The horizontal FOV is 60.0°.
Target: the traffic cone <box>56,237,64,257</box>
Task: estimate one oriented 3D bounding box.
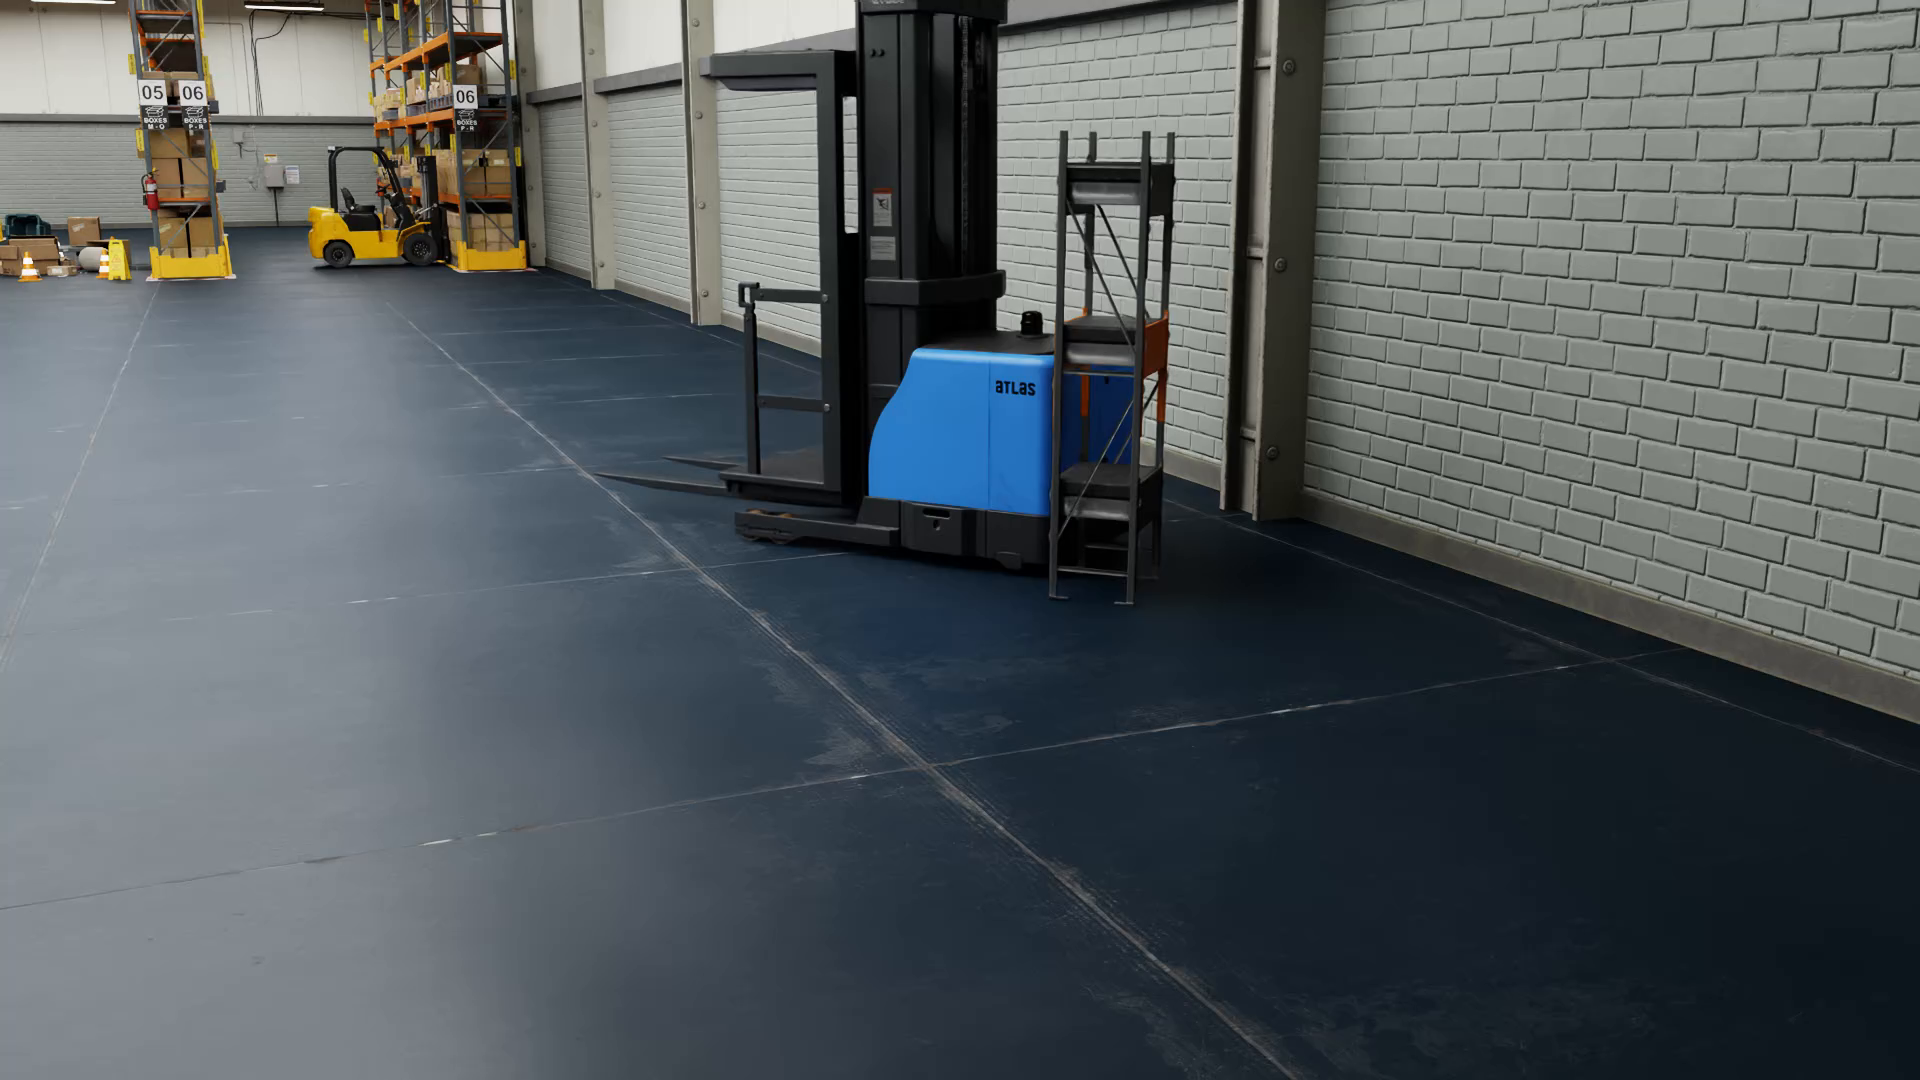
[{"bbox_3d":[-17.393,-5.595,32.020,0.336,0.463,0.334,-6,14,-23],"label":"traffic cone"}]

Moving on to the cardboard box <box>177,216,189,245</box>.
[{"bbox_3d":[-13.751,-5.385,28.990,0.500,0.500,0.500,-5,14,-21],"label":"cardboard box"}]

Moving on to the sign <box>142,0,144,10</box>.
[{"bbox_3d":[-16.691,-10.962,33.856,0.100,0.325,0.005,-6,14,-23],"label":"sign"}]

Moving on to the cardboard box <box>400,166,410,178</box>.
[{"bbox_3d":[-12.356,-8.328,37.601,0.500,0.250,0.500,-6,14,-26],"label":"cardboard box"}]

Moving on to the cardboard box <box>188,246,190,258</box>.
[{"bbox_3d":[-13.749,-5.021,29.078,0.500,0.250,0.500,-6,14,-23],"label":"cardboard box"}]

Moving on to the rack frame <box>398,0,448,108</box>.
[{"bbox_3d":[-11.637,-10.930,36.139,1.000,3.000,0.127,-6,14,-23],"label":"rack frame"}]

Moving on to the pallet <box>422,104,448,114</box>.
[{"bbox_3d":[-10.400,-8.730,33.710,0.805,0.209,1.217,-6,14,-25],"label":"pallet"}]

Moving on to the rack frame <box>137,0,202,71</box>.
[{"bbox_3d":[-14.581,-9.655,30.628,1.000,3.000,0.127,-6,14,-23],"label":"rack frame"}]

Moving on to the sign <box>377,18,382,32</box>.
[{"bbox_3d":[-13.744,-12.205,39.400,0.100,0.325,0.005,-6,14,-23],"label":"sign"}]

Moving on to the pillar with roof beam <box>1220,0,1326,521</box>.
[{"bbox_3d":[-2.216,-4.155,6.867,9.100,9.000,0.400,-6,14,-23],"label":"pillar with roof beam"}]

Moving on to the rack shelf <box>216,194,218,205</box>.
[{"bbox_3d":[-15.382,-6.795,33.171,1.077,0.370,4.000,-6,14,-23],"label":"rack shelf"}]

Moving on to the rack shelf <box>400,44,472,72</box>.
[{"bbox_3d":[-10.836,-9.972,34.480,1.077,0.370,4.000,-6,14,-23],"label":"rack shelf"}]

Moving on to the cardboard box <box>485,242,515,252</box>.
[{"bbox_3d":[-8.450,-5.339,30.452,0.500,0.250,0.500,-6,14,-23],"label":"cardboard box"}]

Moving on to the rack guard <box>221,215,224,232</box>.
[{"bbox_3d":[-19.398,-7.998,42.320,1.175,0.500,0.348,-6,14,-23],"label":"rack guard"}]

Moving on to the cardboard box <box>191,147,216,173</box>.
[{"bbox_3d":[-14.506,-7.253,31.743,0.500,0.500,0.500,-5,14,-22],"label":"cardboard box"}]

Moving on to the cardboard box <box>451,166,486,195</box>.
[{"bbox_3d":[-8.870,-6.481,30.000,0.500,0.500,0.500,-6,14,-24],"label":"cardboard box"}]

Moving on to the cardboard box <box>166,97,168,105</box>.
[{"bbox_3d":[-13.378,-7.293,27.633,0.380,0.149,0.250,-6,14,-23],"label":"cardboard box"}]

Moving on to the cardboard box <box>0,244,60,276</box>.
[{"bbox_3d":[-16.002,-4.824,28.595,0.637,0.503,0.797,6,14,26],"label":"cardboard box"}]

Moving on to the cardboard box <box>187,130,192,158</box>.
[{"bbox_3d":[-13.951,-6.989,29.316,0.700,0.500,0.500,-6,14,-23],"label":"cardboard box"}]

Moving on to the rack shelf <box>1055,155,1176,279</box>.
[{"bbox_3d":[0.701,-1.458,7.455,0.431,0.518,0.480,5,14,19],"label":"rack shelf"}]

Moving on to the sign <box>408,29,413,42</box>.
[{"bbox_3d":[-14.325,-13.161,43.356,0.100,0.325,0.005,-6,14,-23],"label":"sign"}]

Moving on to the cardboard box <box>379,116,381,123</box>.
[{"bbox_3d":[-14.402,-10.587,41.865,0.380,0.149,0.250,-6,14,-23],"label":"cardboard box"}]

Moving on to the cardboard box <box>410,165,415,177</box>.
[{"bbox_3d":[-11.706,-8.062,36.275,0.500,0.250,0.500,-6,14,-23],"label":"cardboard box"}]

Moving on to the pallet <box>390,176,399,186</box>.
[{"bbox_3d":[-13.019,-8.565,39.652,1.003,0.211,1.213,-6,14,-23],"label":"pallet"}]

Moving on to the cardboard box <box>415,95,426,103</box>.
[{"bbox_3d":[-11.062,-9.132,34.428,0.380,0.149,0.250,-6,14,-24],"label":"cardboard box"}]

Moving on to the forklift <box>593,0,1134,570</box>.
[{"bbox_3d":[-0.618,-1.497,8.837,3.031,2.935,1.130,7,15,28],"label":"forklift"}]

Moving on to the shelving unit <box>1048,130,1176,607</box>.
[{"bbox_3d":[0.695,-0.790,7.614,0.431,2.100,0.503,5,14,19],"label":"shelving unit"}]

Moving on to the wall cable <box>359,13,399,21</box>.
[{"bbox_3d":[-15.929,-16.574,48.191,2.988,3.039,0.133,-6,14,-23],"label":"wall cable"}]

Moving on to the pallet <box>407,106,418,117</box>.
[{"bbox_3d":[-11.283,-9.245,35.928,1.213,0.211,1.003,-5,14,-20],"label":"pallet"}]

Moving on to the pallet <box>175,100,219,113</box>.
[{"bbox_3d":[-14.731,-8.239,31.580,1.213,0.211,1.003,-6,14,-23],"label":"pallet"}]

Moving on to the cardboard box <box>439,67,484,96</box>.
[{"bbox_3d":[-9.152,-8.408,30.519,0.700,0.500,0.500,-6,14,-23],"label":"cardboard box"}]

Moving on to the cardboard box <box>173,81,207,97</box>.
[{"bbox_3d":[-12.936,-7.567,27.932,0.500,0.250,0.500,-6,14,-24],"label":"cardboard box"}]

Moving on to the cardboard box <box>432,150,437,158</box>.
[{"bbox_3d":[-10.179,-7.598,32.727,0.380,0.149,0.250,-5,14,-22],"label":"cardboard box"}]

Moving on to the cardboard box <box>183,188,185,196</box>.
[{"bbox_3d":[-13.040,-5.923,28.366,0.380,0.149,0.250,-5,14,-22],"label":"cardboard box"}]

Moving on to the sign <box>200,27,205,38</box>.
[{"bbox_3d":[-18.885,-12.674,41.425,0.100,0.325,0.005,-6,14,-23],"label":"sign"}]

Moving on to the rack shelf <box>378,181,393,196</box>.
[{"bbox_3d":[-14.040,-8.897,42.253,1.077,0.370,4.000,-6,14,-23],"label":"rack shelf"}]

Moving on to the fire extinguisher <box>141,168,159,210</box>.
[{"bbox_3d":[-13.355,-5.803,27.460,0.296,0.674,0.183,-6,14,-23],"label":"fire extinguisher"}]

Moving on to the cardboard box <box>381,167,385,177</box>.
[{"bbox_3d":[-14.498,-9.406,42.529,0.500,0.250,0.500,-6,14,-24],"label":"cardboard box"}]

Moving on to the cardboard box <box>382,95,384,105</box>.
[{"bbox_3d":[-13.873,-10.797,40.781,0.500,0.250,0.500,-6,14,-24],"label":"cardboard box"}]

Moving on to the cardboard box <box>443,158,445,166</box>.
[{"bbox_3d":[-9.547,-7.135,31.385,0.380,0.149,0.250,-6,14,-24],"label":"cardboard box"}]

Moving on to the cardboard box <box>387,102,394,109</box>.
[{"bbox_3d":[-13.198,-10.168,38.904,0.380,0.149,0.250,-5,14,-22],"label":"cardboard box"}]

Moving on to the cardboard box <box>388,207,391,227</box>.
[{"bbox_3d":[-14.256,-8.214,42.319,0.500,0.500,0.500,-5,14,-22],"label":"cardboard box"}]

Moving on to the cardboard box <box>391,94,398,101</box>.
[{"bbox_3d":[-12.851,-10.157,38.195,0.380,0.149,0.250,-6,14,-23],"label":"cardboard box"}]
